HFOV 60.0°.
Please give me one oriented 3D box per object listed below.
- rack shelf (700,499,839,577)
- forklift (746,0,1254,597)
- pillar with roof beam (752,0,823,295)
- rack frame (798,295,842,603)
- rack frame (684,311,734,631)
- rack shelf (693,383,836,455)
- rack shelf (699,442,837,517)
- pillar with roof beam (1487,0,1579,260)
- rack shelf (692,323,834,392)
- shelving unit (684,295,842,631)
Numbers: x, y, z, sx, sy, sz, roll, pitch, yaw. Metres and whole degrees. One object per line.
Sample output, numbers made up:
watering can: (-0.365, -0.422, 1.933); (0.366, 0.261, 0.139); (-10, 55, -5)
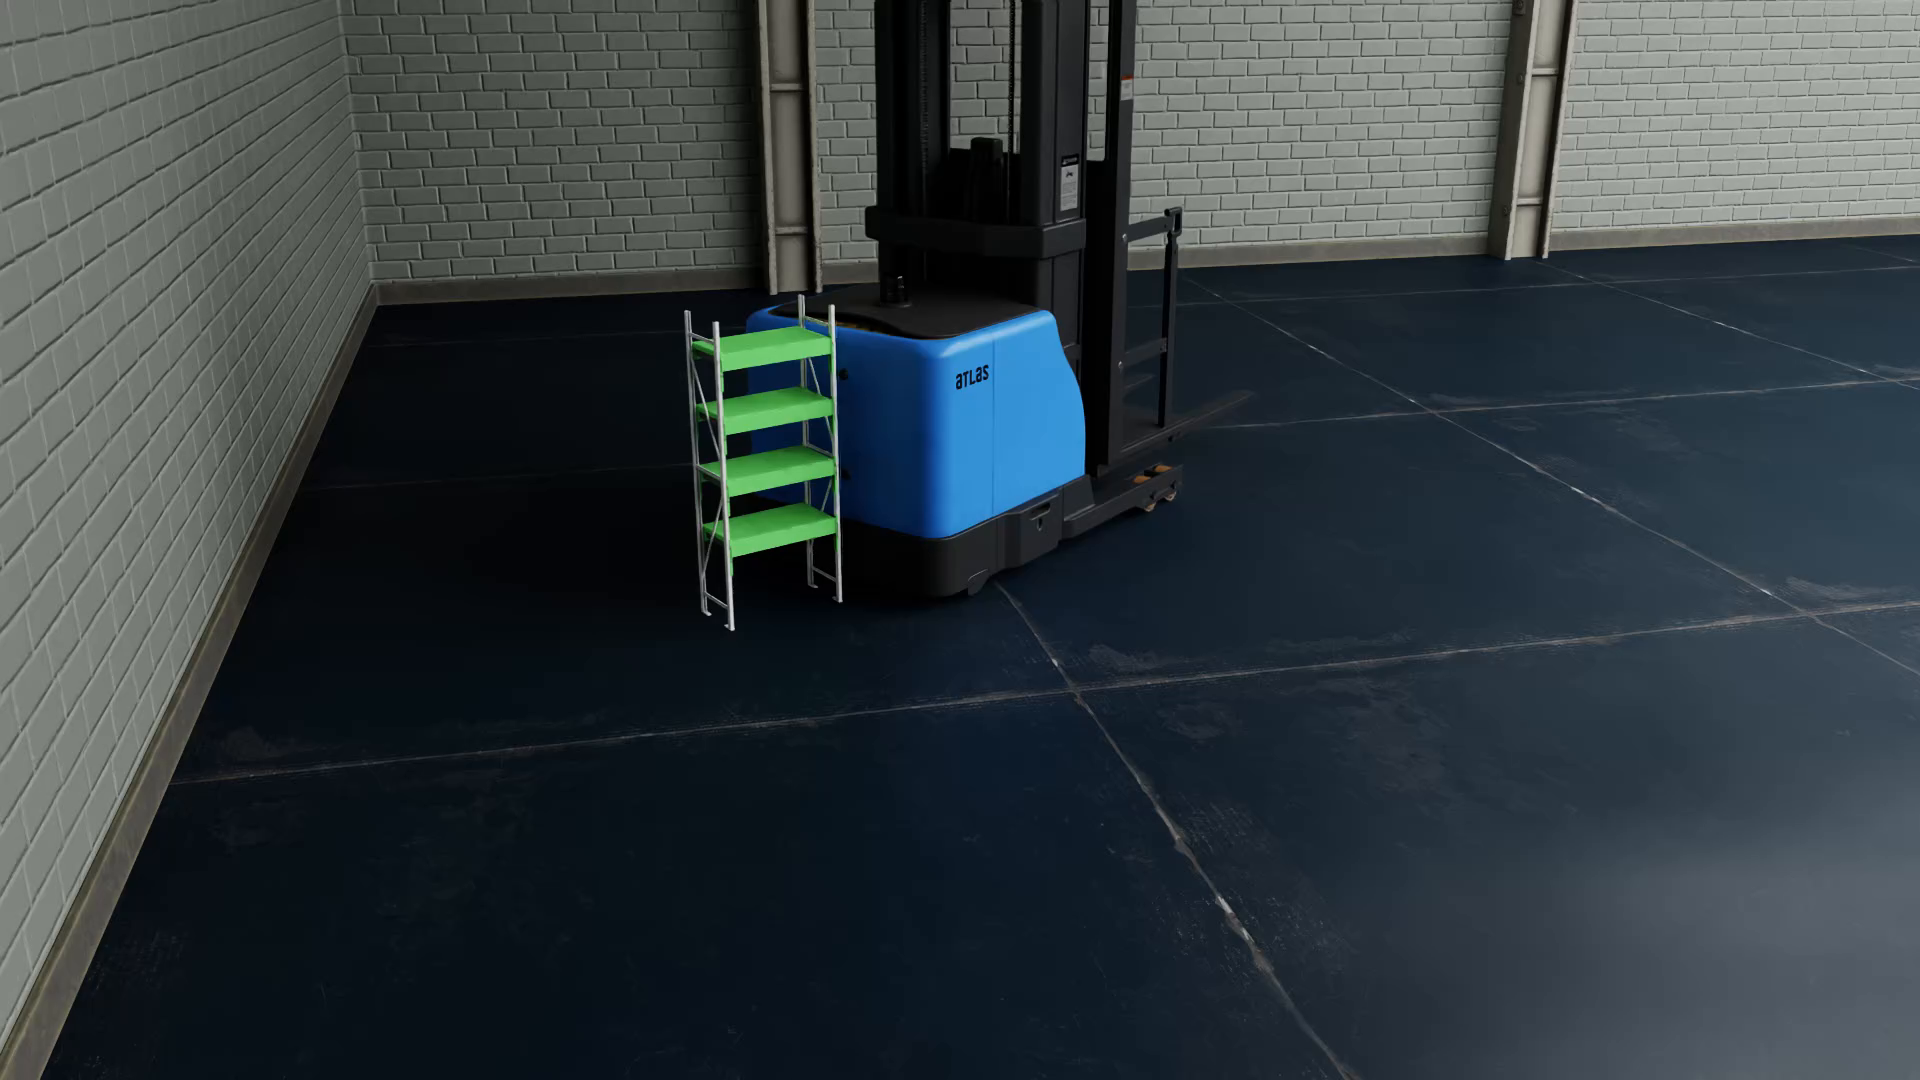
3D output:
rack shelf: (-0.744, -0.013, 6.490); (0.480, 0.148, 0.258); (-14, 24, -34)
forklift: (0.393, -1.596, 7.410); (1.130, 2.935, 3.031); (14, 24, 34)
pillar with roof beam: (-0.255, -4.657, 6.946); (0.400, 9.000, 9.100); (-5, 21, -12)
rack frame: (-0.547, -0.348, 6.521); (0.015, 1.200, 0.240); (-14, 24, -34)
rack frame: (-0.941, -0.249, 6.251); (0.015, 1.200, 0.240); (-14, 24, -34)
rack shelf: (-0.744, -0.464, 6.325); (0.480, 0.148, 0.258); (-14, 24, -34)
rack shelf: (-0.744, -0.239, 6.408); (0.480, 0.148, 0.258); (-14, 24, -34)
pillar with roof beam: (5.584, -5.132, 8.243); (0.400, 9.000, 9.100); (-5, 21, -12)
rack shelf: (-0.744, -0.689, 6.242); (0.480, 0.148, 0.258); (-14, 24, -34)
shelving unit: (-0.744, -0.299, 6.386); (0.503, 1.200, 0.258); (-14, 24, -34)
